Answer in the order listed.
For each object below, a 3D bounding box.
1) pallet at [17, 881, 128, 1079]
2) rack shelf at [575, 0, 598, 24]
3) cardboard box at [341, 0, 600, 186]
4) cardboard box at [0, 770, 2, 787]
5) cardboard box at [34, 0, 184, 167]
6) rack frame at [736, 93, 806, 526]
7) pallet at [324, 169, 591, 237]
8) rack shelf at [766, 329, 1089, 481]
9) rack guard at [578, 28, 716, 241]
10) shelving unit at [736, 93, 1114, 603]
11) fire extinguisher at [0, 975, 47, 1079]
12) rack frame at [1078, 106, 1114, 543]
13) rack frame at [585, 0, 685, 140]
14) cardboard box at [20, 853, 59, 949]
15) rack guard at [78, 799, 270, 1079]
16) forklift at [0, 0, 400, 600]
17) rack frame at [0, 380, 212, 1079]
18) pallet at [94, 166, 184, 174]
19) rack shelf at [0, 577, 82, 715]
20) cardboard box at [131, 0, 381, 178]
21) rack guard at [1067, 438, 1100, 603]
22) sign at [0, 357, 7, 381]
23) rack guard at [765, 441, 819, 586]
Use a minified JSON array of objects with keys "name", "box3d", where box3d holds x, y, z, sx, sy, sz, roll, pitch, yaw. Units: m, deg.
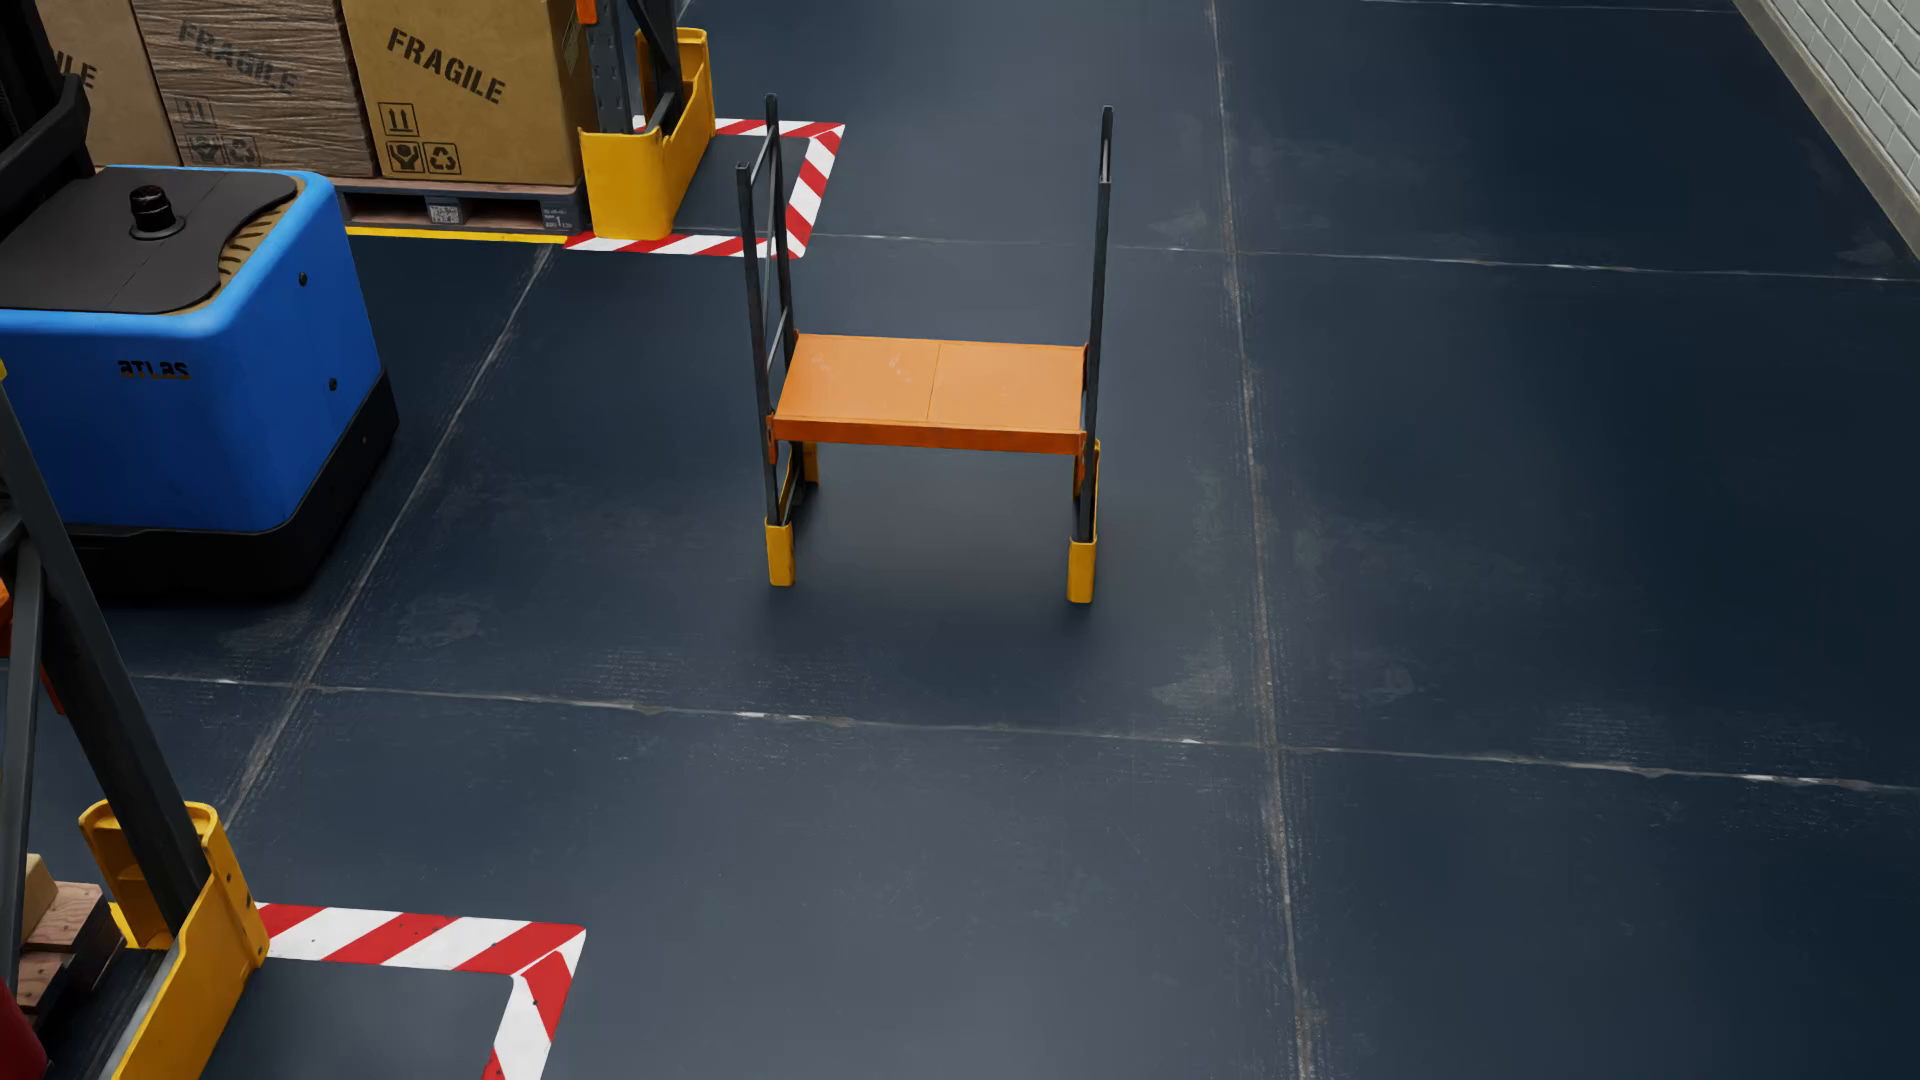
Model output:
[{"name":"pallet","box3d":[-2.858,1.258,4.037,1.213,0.211,1.003,3,39,4]},{"name":"rack shelf","box3d":[-3.440,-2.697,7.257,4.000,0.370,1.077,3,39,4]},{"name":"cardboard box","box3d":[-2.091,-2.190,7.415,0.875,0.875,0.875,3,39,4]},{"name":"cardboard box","box3d":[-2.468,0.717,3.947,0.250,0.149,0.380,1,39,2]},{"name":"cardboard box","box3d":[-3.885,-2.288,7.535,0.875,0.875,0.875,3,39,4]},{"name":"rack frame","box3d":[-0.591,-0.614,5.316,0.032,1.500,0.500,3,39,4]},{"name":"pallet","box3d":[-2.250,-1.779,7.769,1.213,0.211,1.003,3,39,4]},{"name":"rack shelf","box3d":[-0.085,-0.447,5.396,1.000,0.185,0.538,3,39,4]},{"name":"rack guard","box3d":[-1.423,-1.896,7.683,0.348,0.500,1.175,3,39,4]},{"name":"shelving unit","box3d":[-0.076,-0.586,5.282,1.083,1.500,0.587,3,39,4]},{"name":"fire extinguisher","box3d":[-1.764,0.726,2.839,0.183,0.674,0.296,3,39,4]},{"name":"rack frame","box3d":[0.421,-0.559,5.248,0.032,1.500,0.500,3,39,4]},{"name":"rack frame","box3d":[-1.447,-2.867,6.896,0.127,3.000,1.000,3,39,4]},{"name":"cardboard box","box3d":[-2.470,0.960,4.120,0.250,0.149,0.380,4,39,5]},{"name":"rack guard","box3d":[-2.051,1.213,3.864,0.348,0.500,1.175,3,39,4]},{"name":"forklift","box3d":[-3.620,-1.309,5.036,3.031,2.935,1.130,3,39,3]},{"name":"rack frame","box3d":[-1.976,0.247,3.070,0.127,3.000,1.000,3,39,4]},{"name":"pallet","box3d":[-3.462,-1.848,7.853,1.213,0.211,1.003,3,39,4]},{"name":"rack shelf","box3d":[-3.968,0.417,3.431,4.000,0.370,1.077,3,39,4]},{"name":"cardboard box","box3d":[-2.998,-2.240,7.476,0.875,0.875,0.875,3,39,4]},{"name":"rack guard","box3d":[0.420,-0.074,5.643,0.087,0.250,0.587,3,39,4]},{"name":"sign","box3d":[-1.929,-0.430,3.216,0.005,0.325,0.100,3,39,4]},{"name":"rack guard","box3d":[-0.572,-0.128,5.710,0.087,0.250,0.587,3,39,4]}]
